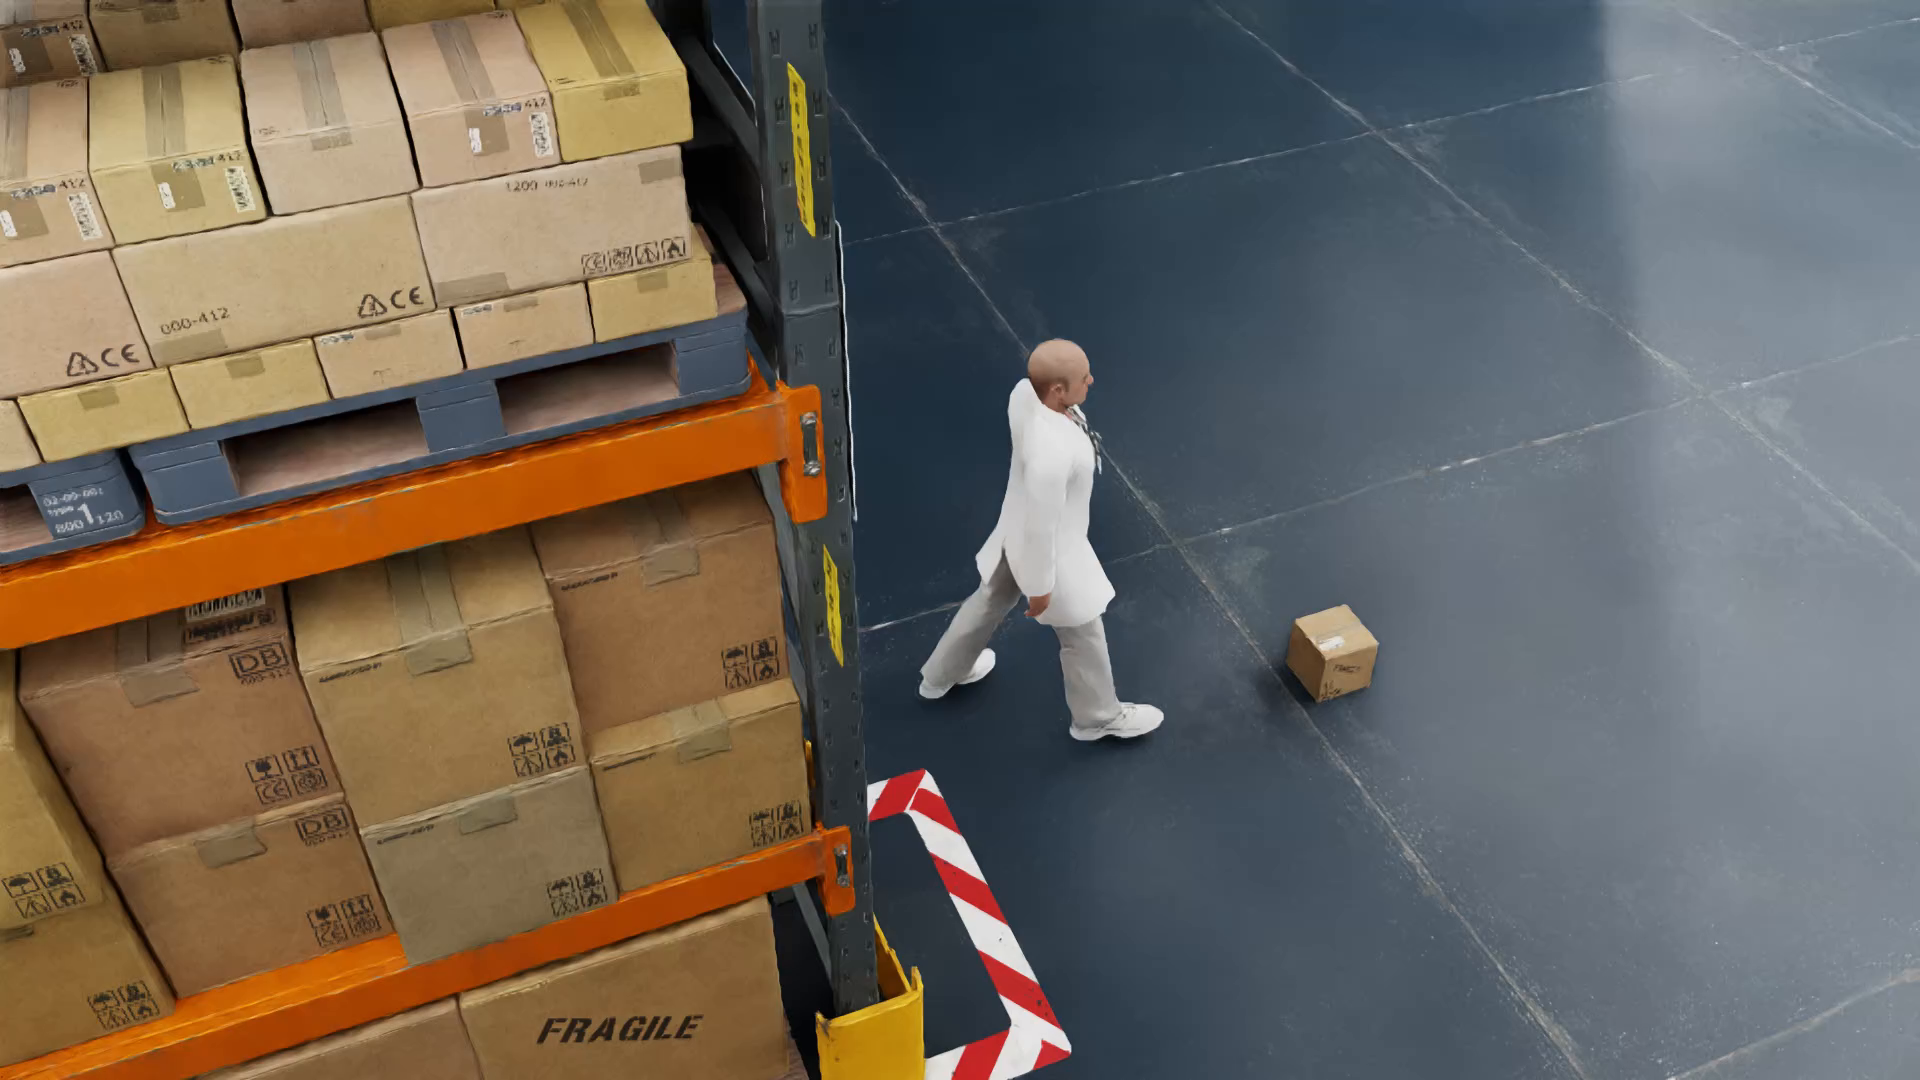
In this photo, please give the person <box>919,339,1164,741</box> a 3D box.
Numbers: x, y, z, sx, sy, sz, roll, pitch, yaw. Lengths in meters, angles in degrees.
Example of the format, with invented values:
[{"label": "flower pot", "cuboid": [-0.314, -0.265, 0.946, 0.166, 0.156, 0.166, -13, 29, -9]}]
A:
[{"label": "person", "cuboid": [0.308, 0.005, 6.165, 0.927, 1.759, 0.585, -8, 42, -9]}]
